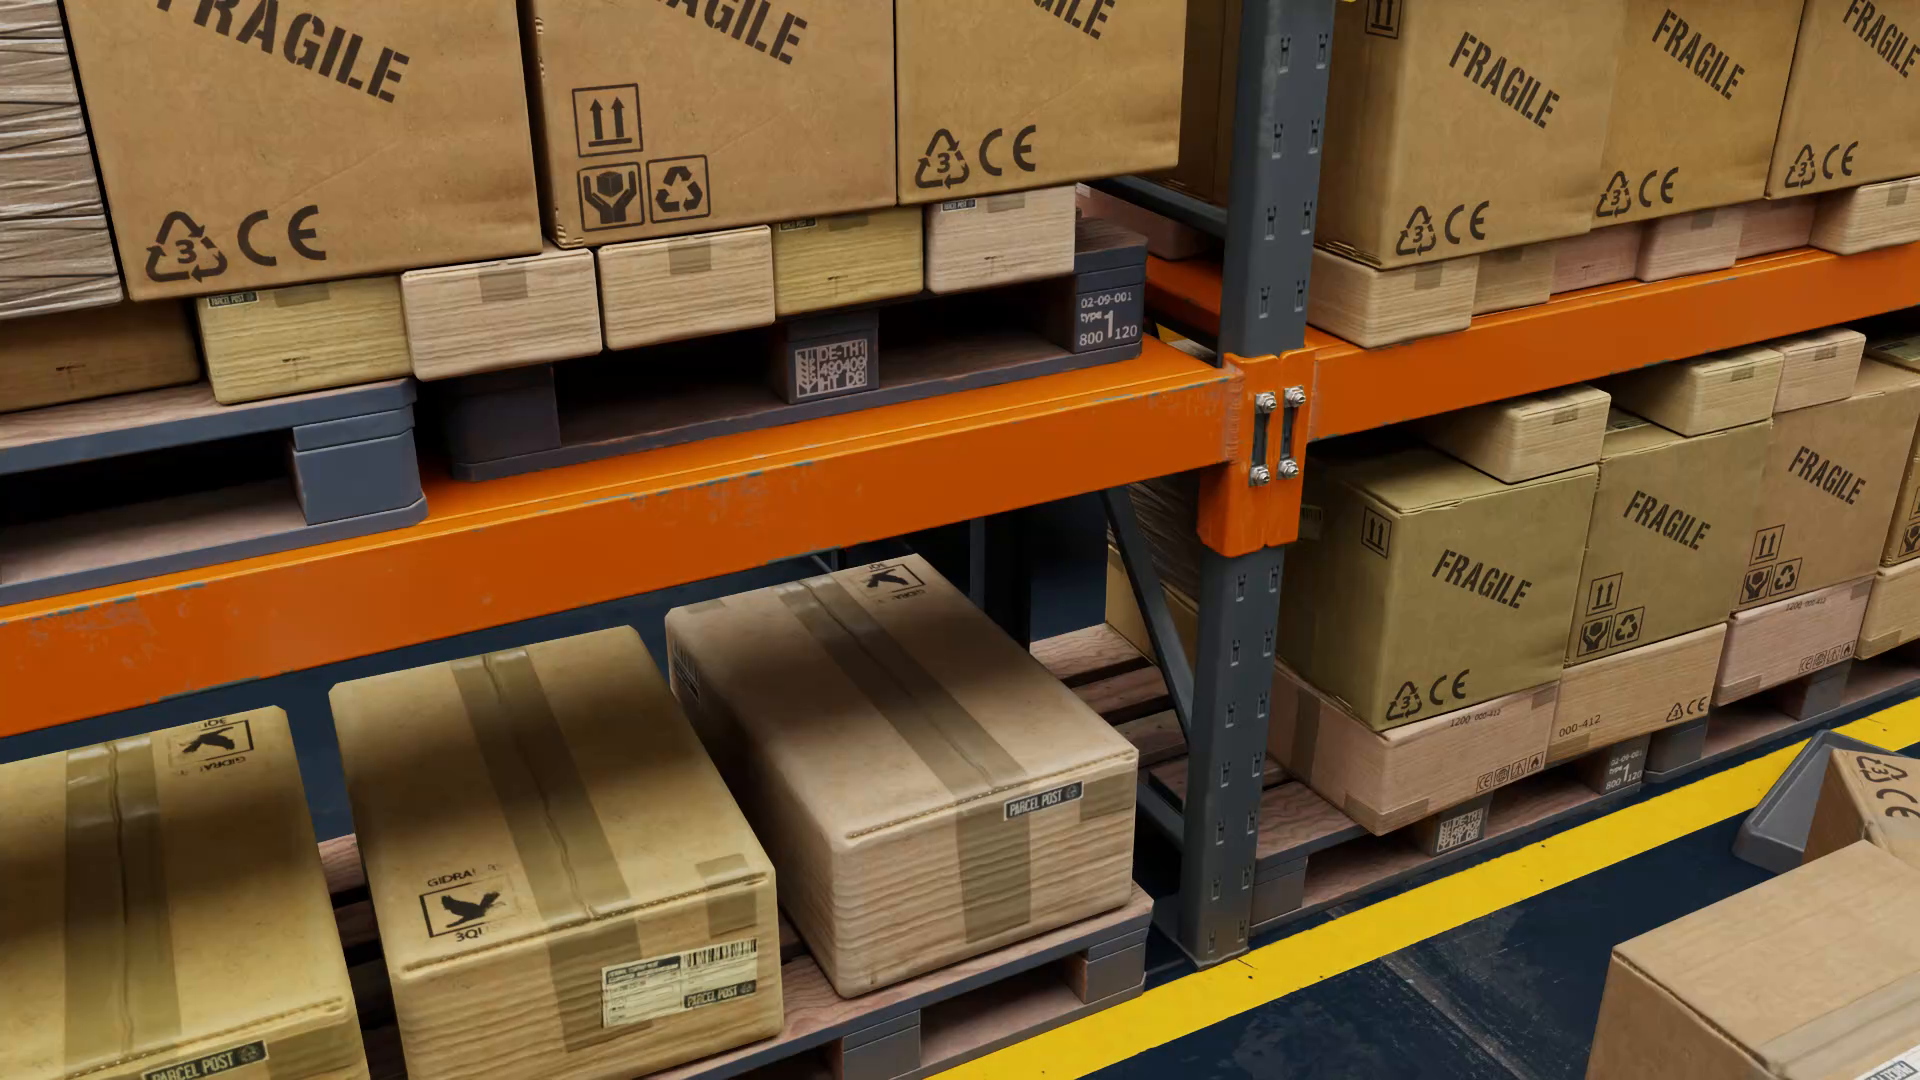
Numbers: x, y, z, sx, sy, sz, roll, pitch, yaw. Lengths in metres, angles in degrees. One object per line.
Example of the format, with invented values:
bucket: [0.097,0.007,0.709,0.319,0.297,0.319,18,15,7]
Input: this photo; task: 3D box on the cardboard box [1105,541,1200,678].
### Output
cardboard box: [0.705,0.157,4.149,0.500,0.250,0.500,-12,28,-23]

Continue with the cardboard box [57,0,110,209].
cardboard box: [-1.571,-0.746,2.394,0.500,0.500,0.500,-14,29,-27]

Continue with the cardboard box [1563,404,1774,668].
cardboard box: [1.424,-0.088,3.794,0.500,0.500,0.500,-12,28,-23]

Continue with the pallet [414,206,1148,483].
pallet: [-0.433,-0.483,3.013,1.213,0.211,1.003,-13,29,-25]

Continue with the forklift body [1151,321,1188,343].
forklift body: [0.686,-1.914,6.751,1.214,2.155,2.313,-13,29,-25]

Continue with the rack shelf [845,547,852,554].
rack shelf: [-0.006,-0.285,5.109,1.000,0.278,0.538,-13,29,-25]

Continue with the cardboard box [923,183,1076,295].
cardboard box: [-0.014,-0.536,2.705,0.250,0.149,0.380,-13,28,-24]

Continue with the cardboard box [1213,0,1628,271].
cardboard box: [0.829,-0.832,3.059,0.500,0.500,0.500,-13,29,-25]

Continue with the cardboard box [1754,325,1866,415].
cardboard box: [1.785,-0.431,3.758,0.250,0.149,0.380,-11,28,-22]

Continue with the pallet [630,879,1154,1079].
pallet: [-0.376,0.746,3.452,1.213,0.211,1.003,-13,29,-25]

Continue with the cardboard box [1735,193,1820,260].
cardboard box: [1.612,-0.739,3.613,0.250,0.149,0.380,-13,29,-25]

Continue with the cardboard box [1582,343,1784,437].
cardboard box: [1.549,-0.375,3.641,0.250,0.149,0.380,-12,28,-23]

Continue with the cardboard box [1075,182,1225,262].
cardboard box: [0.450,-0.739,3.613,0.250,0.149,0.380,-13,29,-26]

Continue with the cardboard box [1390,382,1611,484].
cardboard box: [1.096,-0.270,3.422,0.250,0.149,0.380,-13,28,-24]

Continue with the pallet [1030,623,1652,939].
pallet: [0.886,0.437,4.096,1.213,0.211,1.003,-13,29,-25]

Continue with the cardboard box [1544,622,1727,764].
cardboard box: [1.423,0.250,3.955,0.500,0.250,0.500,-11,28,-22]

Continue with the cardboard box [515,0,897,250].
cardboard box: [-0.427,-0.755,2.413,0.500,0.500,0.500,-13,28,-25]

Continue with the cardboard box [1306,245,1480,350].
cardboard box: [0.739,-0.498,3.113,0.250,0.149,0.380,-13,29,-25]

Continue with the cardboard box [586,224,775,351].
cardboard box: [-0.466,-0.423,2.470,0.250,0.149,0.380,-14,29,-26]

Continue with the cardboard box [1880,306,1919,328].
cardboard box: [2.506,-0.599,4.107,0.250,0.149,0.380,-12,28,-23]

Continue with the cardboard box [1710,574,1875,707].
cardboard box: [1.890,0.141,4.182,0.500,0.250,0.500,-13,29,-26]

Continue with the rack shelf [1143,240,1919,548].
rack shelf: [2.075,-0.753,4.184,4.000,0.370,1.077,-13,29,-25]

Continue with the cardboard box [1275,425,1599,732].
cardboard box: [0.958,0.025,3.557,0.500,0.500,0.500,-12,28,-23]

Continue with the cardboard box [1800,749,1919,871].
cardboard box: [1.896,0.757,3.092,0.500,0.500,0.500,5,26,11]

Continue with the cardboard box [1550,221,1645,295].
cardboard box: [1.157,-0.635,3.398,0.250,0.149,0.380,-13,29,-25]

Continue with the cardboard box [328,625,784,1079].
cardboard box: [-0.784,0.581,3.125,0.625,0.372,0.950,-11,28,-22]

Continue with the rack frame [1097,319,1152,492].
rack frame: [0.443,-0.609,5.219,0.032,1.125,0.500,-13,29,-25]

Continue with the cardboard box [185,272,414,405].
cardboard box: [-0.921,-0.333,2.284,0.250,0.149,0.380,-13,29,-25]

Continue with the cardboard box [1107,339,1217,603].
cardboard box: [0.706,-0.181,3.986,0.500,0.500,0.500,-13,29,-26]

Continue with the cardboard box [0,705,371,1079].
cardboard box: [-1.397,0.723,2.829,0.625,0.372,0.950,-12,28,-23]

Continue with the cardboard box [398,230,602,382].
cardboard box: [-0.689,-0.369,2.359,0.250,0.149,0.380,-13,28,-25]

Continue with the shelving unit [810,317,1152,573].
shelving unit: [-0.006,-0.506,5.004,1.048,1.125,0.538,-13,29,-25]

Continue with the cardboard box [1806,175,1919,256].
cardboard box: [1.872,-0.755,3.648,0.250,0.149,0.380,-13,28,-25]

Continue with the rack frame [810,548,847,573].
rack frame: [-0.455,-0.402,4.788,0.032,1.125,0.500,-13,29,-25]

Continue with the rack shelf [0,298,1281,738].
rack shelf: [-1.455,0.062,2.487,4.000,0.370,1.077,-13,29,-25]

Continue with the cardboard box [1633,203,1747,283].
cardboard box: [1.392,-0.672,3.475,0.250,0.149,0.380,-12,28,-24]

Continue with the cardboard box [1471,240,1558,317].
cardboard box: [0.937,-0.570,3.261,0.250,0.149,0.380,-12,28,-24]

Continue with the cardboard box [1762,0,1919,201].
cardboard box: [1.710,-1.041,3.493,0.500,0.500,0.500,-13,29,-26]

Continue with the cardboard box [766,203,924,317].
cardboard box: [-0.255,-0.489,2.607,0.250,0.149,0.380,-14,29,-27]

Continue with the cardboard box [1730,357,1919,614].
cardboard box: [1.883,-0.193,4.012,0.500,0.500,0.500,-11,28,-22]

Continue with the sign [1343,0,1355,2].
sign: [0.574,-0.981,2.489,0.005,0.325,0.100,-13,29,-25]

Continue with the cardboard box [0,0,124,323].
cardboard box: [-1.347,-0.545,1.976,0.500,0.500,0.500,-14,29,-27]

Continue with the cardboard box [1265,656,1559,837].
cardboard box: [0.958,0.363,3.719,0.500,0.250,0.500,-14,29,-27]

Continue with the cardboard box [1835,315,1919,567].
cardboard box: [2.348,-0.302,4.239,0.500,0.500,0.500,-14,29,-26]

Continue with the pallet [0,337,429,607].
pallet: [-1.492,-0.188,2.397,1.213,0.211,1.003,-13,29,-25]

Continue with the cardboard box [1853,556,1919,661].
cardboard box: [2.333,0.044,4.384,0.500,0.250,0.500,-14,29,-27]

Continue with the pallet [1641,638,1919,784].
pallet: [1.964,0.187,4.617,1.213,0.211,1.003,-13,29,-25]

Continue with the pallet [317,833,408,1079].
pallet: [-1.454,0.996,2.931,1.213,0.211,1.003,-13,29,-25]

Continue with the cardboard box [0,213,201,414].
cardboard box: [-1.202,-0.319,2.254,0.250,0.149,0.380,-14,29,-27]

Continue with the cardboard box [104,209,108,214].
cardboard box: [-1.490,-0.499,2.629,0.250,0.149,0.380,-12,28,-23]

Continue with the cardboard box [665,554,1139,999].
cardboard box: [-0.152,0.433,3.433,0.625,0.372,0.950,-13,28,-24]

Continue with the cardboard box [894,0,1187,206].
cardboard box: [0.010,-0.857,2.624,0.500,0.500,0.500,-14,29,-26]

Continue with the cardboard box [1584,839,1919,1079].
cardboard box: [1.174,0.789,2.154,0.500,0.500,0.500,-13,29,-25]

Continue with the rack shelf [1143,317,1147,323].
rack shelf: [-0.006,-0.770,4.877,1.000,0.278,0.538,-13,29,-25]

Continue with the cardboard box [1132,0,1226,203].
cardboard box: [0.585,-1.035,3.480,0.500,0.500,0.500,-14,29,-26]

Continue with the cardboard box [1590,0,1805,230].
cardboard box: [1.261,-0.943,3.290,0.500,0.500,0.500,-13,29,-25]

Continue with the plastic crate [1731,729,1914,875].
plastic crate: [2.081,0.640,3.825,0.402,0.080,0.583,21,33,37]

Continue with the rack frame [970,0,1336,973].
rack frame: [0.310,-0.670,3.180,0.127,3.000,1.000,-13,29,-25]

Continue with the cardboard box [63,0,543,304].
cardboard box: [-0.885,-0.652,2.199,0.500,0.500,0.500,-12,28,-23]
